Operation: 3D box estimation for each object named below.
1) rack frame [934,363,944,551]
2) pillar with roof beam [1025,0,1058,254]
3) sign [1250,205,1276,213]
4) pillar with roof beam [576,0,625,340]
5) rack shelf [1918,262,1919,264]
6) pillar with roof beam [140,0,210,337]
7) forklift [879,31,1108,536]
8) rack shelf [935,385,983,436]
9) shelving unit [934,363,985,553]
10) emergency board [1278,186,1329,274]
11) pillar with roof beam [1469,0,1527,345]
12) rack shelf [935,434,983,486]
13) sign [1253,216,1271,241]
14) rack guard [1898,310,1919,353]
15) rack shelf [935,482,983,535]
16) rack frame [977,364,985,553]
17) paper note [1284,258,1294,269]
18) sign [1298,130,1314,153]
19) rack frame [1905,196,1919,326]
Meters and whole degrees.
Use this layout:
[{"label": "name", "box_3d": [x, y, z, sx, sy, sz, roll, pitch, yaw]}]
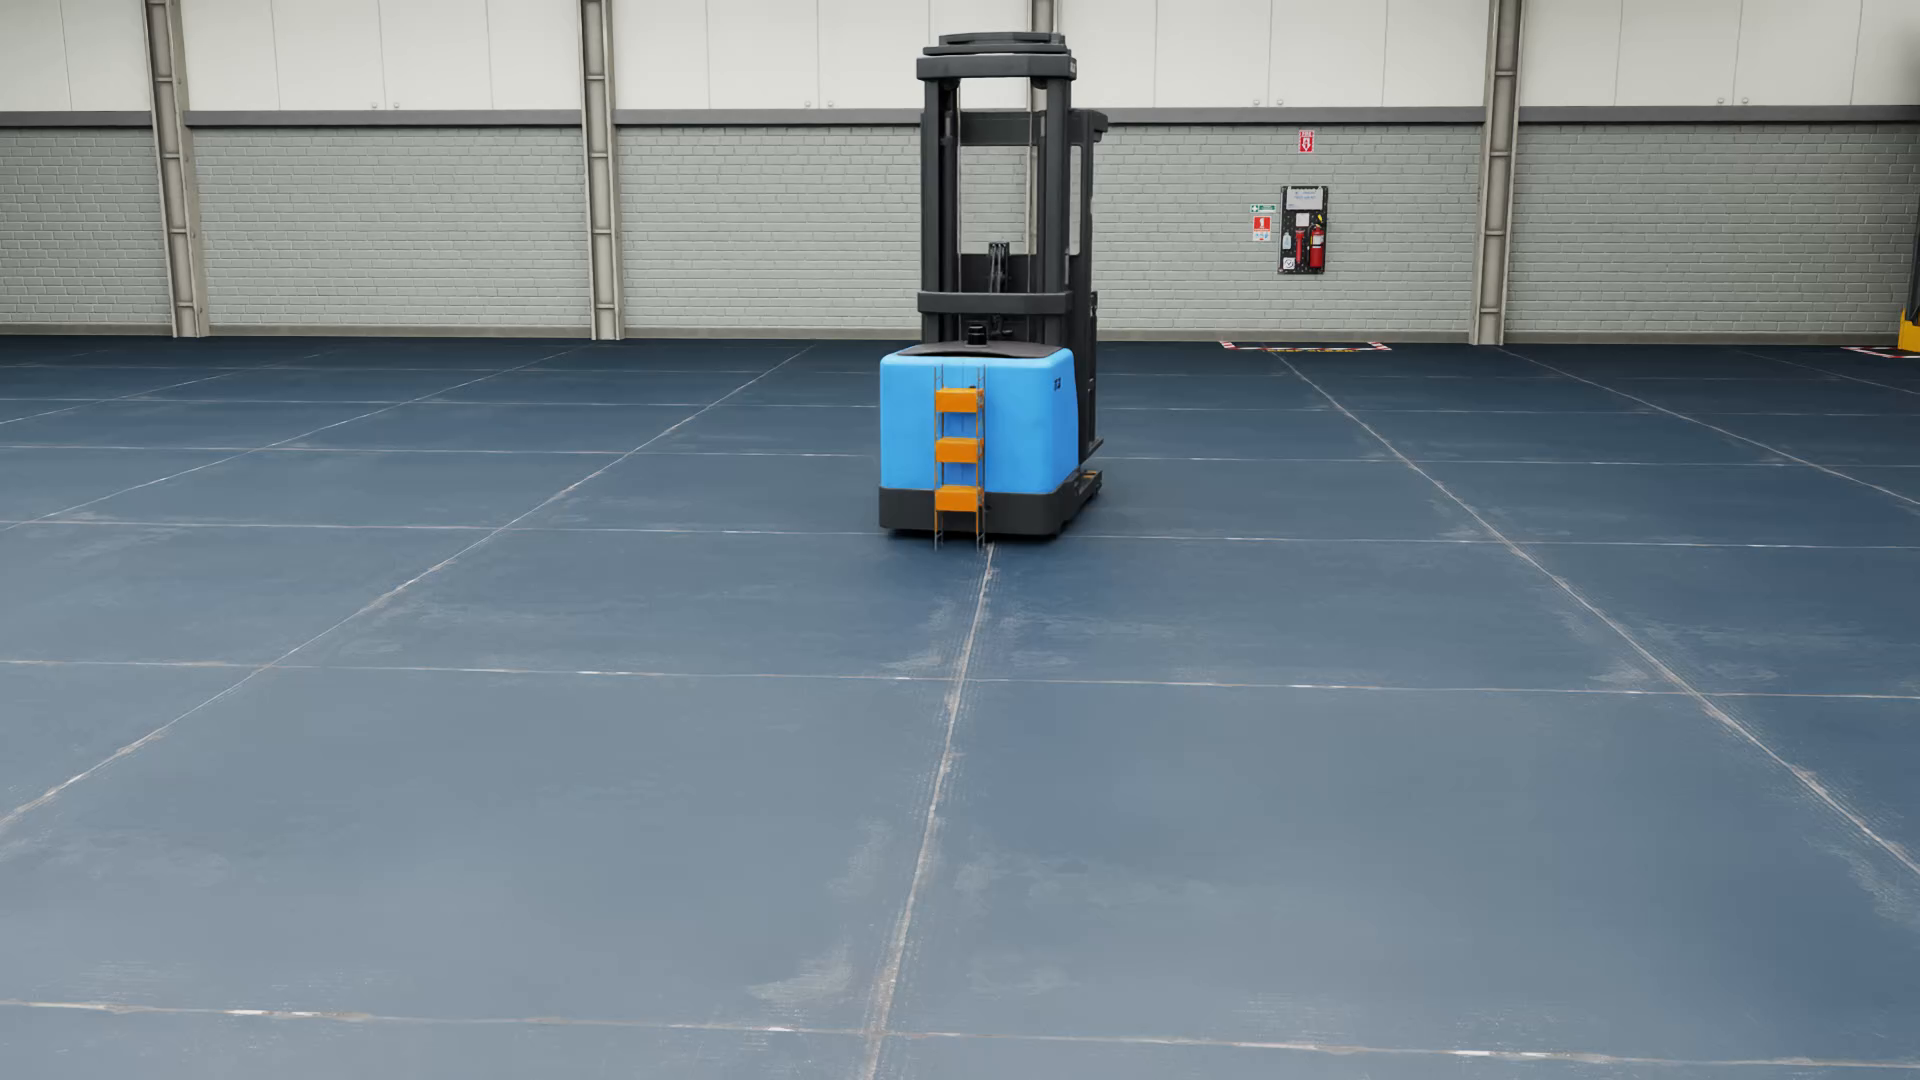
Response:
[{"label": "rack frame", "box_3d": [-0.120, -0.471, 9.455, 0.008, 1.050, 0.200, 2, 12, 12]}, {"label": "pillar with roof beam", "box_3d": [0.803, -6.247, 17.653, 0.400, 9.000, 9.100, 1, 12, 4]}, {"label": "sign", "box_3d": [4.073, -4.453, 22.348, 0.331, 0.109, 0.001, 1, 12, 4]}, {"label": "pillar with roof beam", "box_3d": [-5.184, -6.329, 18.045, 0.400, 9.000, 9.100, 1, 12, 4]}, {"label": "rack shelf", "box_3d": [14.303, -3.479, 20.830, 4.000, 0.370, 1.077, 1, 12, 4]}, {"label": "pillar with roof beam", "box_3d": [-11.170, -6.411, 18.438, 0.400, 9.000, 9.100, 1, 12, 4]}, {"label": "forklift", "box_3d": [0.346, -1.714, 10.802, 1.130, 2.935, 3.031, 3, 12, 12]}, {"label": "rack shelf", "box_3d": [0.000, -0.733, 9.374, 0.240, 0.259, 0.215, 2, 12, 12]}, {"label": "shelving unit", "box_3d": [0.000, -0.466, 9.430, 0.252, 1.050, 0.215, 2, 12, 12]}, {"label": "emergency board", "box_3d": [4.614, -4.149, 22.278, 0.643, 1.169, 0.194, 1, 12, 4]}, {"label": "pillar with roof beam", "box_3d": [6.789, -6.165, 17.260, 0.400, 9.000, 9.100, 1, 12, 4]}, {"label": "rack shelf", "box_3d": [0.000, -0.455, 9.432, 0.240, 0.259, 0.215, 2, 12, 12]}, {"label": "sign", "box_3d": [4.069, -4.195, 22.411, 0.234, 0.329, 0.001, 1, 12, 4]}, {"label": "rack guard", "box_3d": [12.383, -2.634, 21.139, 0.348, 0.500, 1.175, 1, 12, 4]}, {"label": "rack shelf", "box_3d": [0.000, -0.183, 9.489, 0.240, 0.259, 0.215, 2, 12, 12]}, {"label": "rack frame", "box_3d": [0.119, -0.461, 9.406, 0.008, 1.050, 0.200, 2, 12, 12]}, {"label": "paper note", "box_3d": [4.442, -3.735, 22.447, 0.142, 0.148, 0.016, 1, 12, 4]}, {"label": "sign", "box_3d": [4.612, -5.304, 22.138, 0.199, 0.298, 0.001, 1, 12, 4]}, {"label": "rack frame", "box_3d": [12.307, -3.858, 20.888, 0.127, 3.000, 1.000, 1, 12, 4]}]
